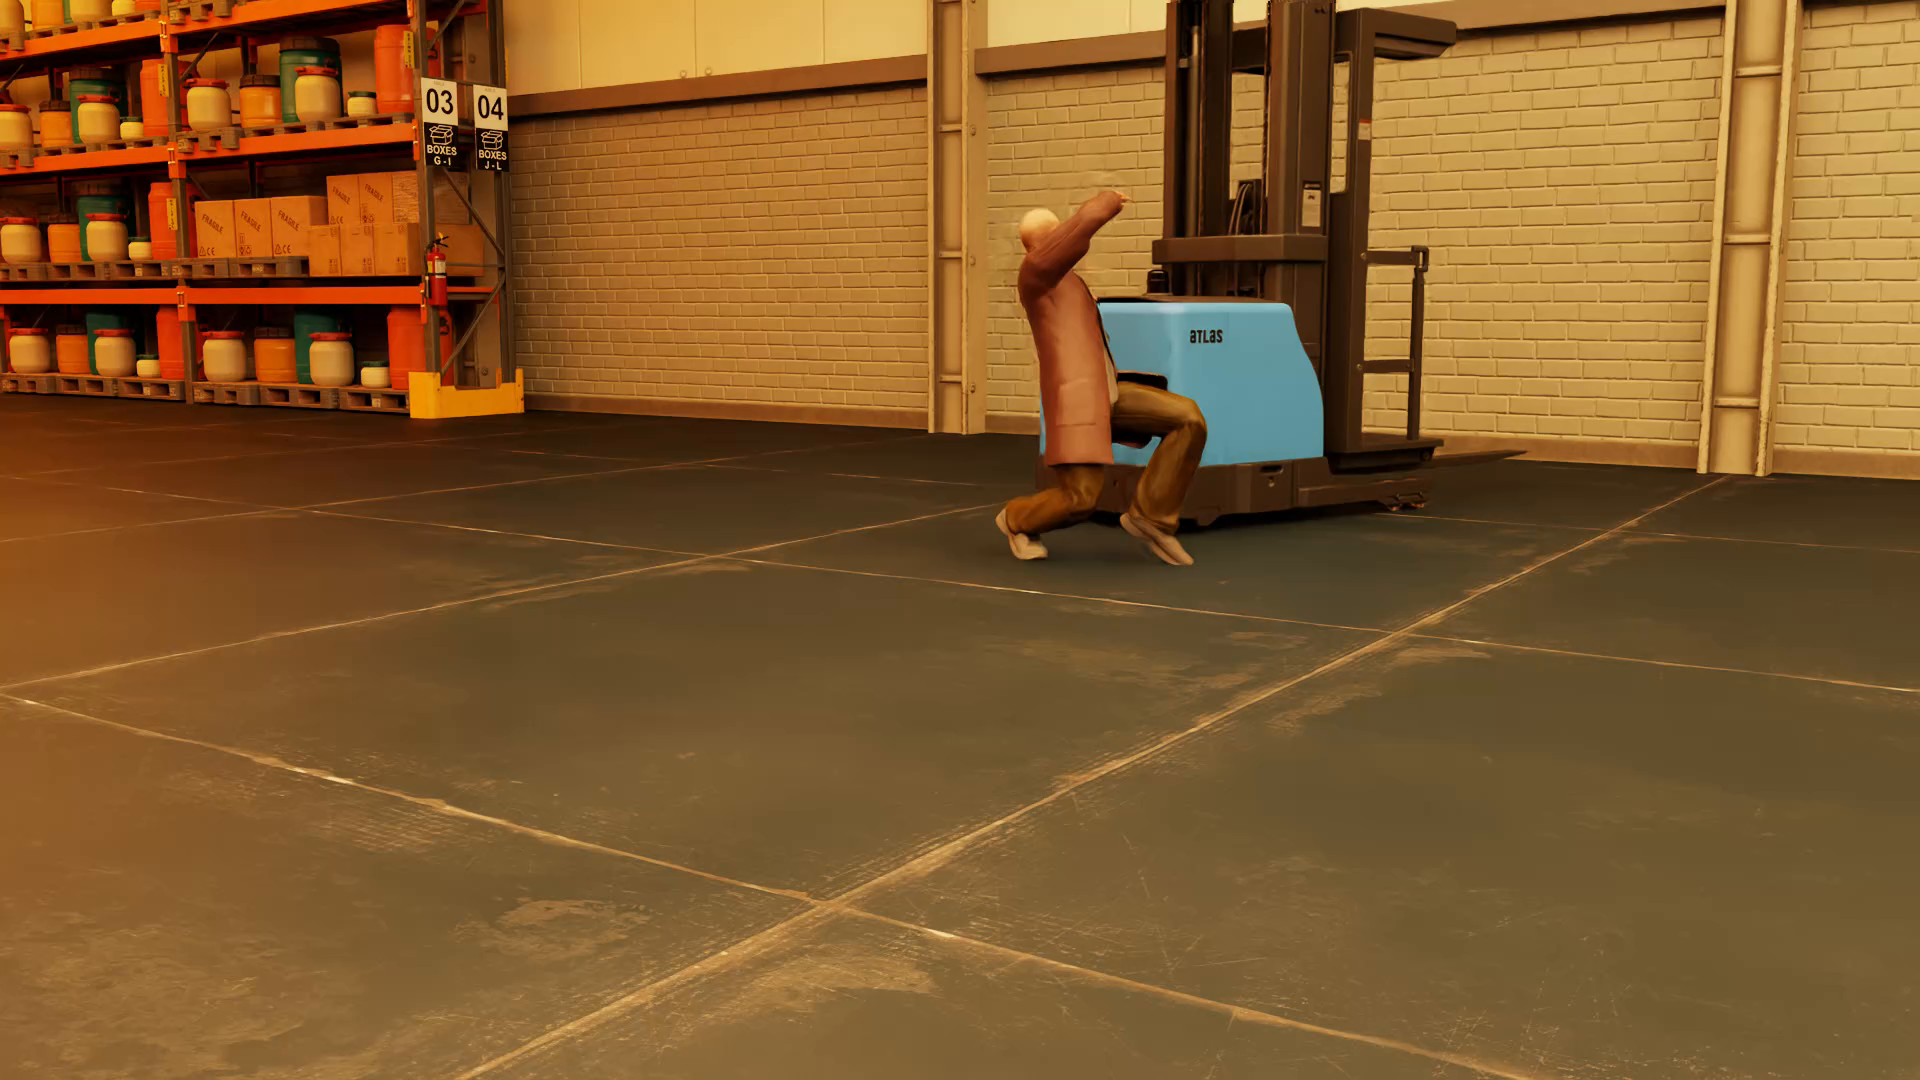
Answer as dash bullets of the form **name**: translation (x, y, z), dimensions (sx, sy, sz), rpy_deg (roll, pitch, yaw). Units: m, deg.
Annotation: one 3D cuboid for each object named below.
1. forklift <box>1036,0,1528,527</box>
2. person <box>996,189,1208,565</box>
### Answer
- **forklift**: translation (1.874, -1.654, 8.823), dimensions (3.031, 2.935, 1.130), rpy_deg (-6, 10, -36)
- **person**: translation (0.668, -0.691, 7.124), dimensions (0.930, 1.567, 1.153), rpy_deg (4, 9, 26)
